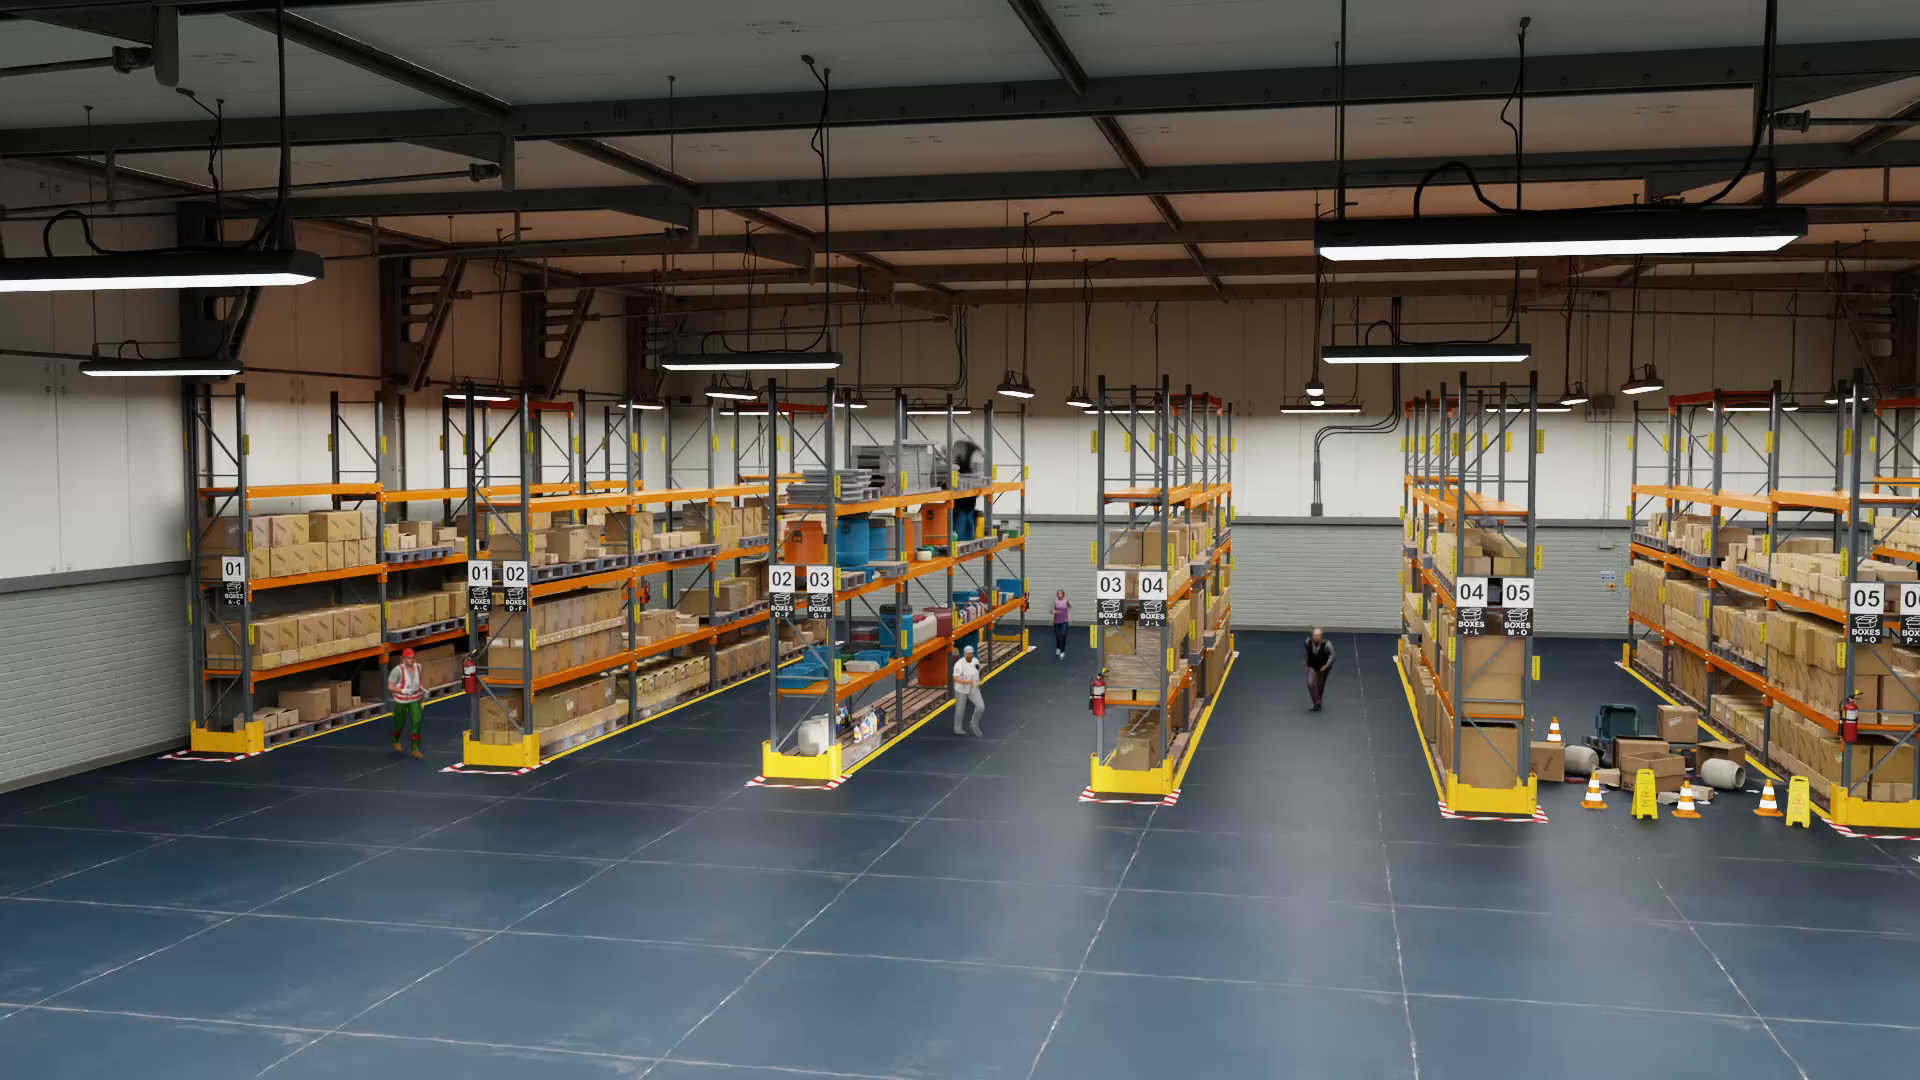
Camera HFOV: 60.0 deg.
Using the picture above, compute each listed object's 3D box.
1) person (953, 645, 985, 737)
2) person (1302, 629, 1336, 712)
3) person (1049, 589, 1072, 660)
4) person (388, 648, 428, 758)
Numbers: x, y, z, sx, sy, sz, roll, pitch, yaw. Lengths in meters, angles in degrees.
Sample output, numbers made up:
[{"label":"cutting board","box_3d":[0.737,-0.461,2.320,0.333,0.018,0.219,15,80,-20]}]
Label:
[{"label":"person","box_3d":[0.131,2.567,28.341,0.610,1.577,0.927,-1,3,-20]},{"label":"person","box_3d":[6.816,2.423,31.499,0.651,1.570,1.067,1,3,20]},{"label":"person","box_3d":[2.360,1.956,39.018,0.523,1.621,0.823,0,3,5]},{"label":"person","box_3d":[-8.890,2.593,26.714,0.684,1.755,0.986,-2,4,-37]}]
